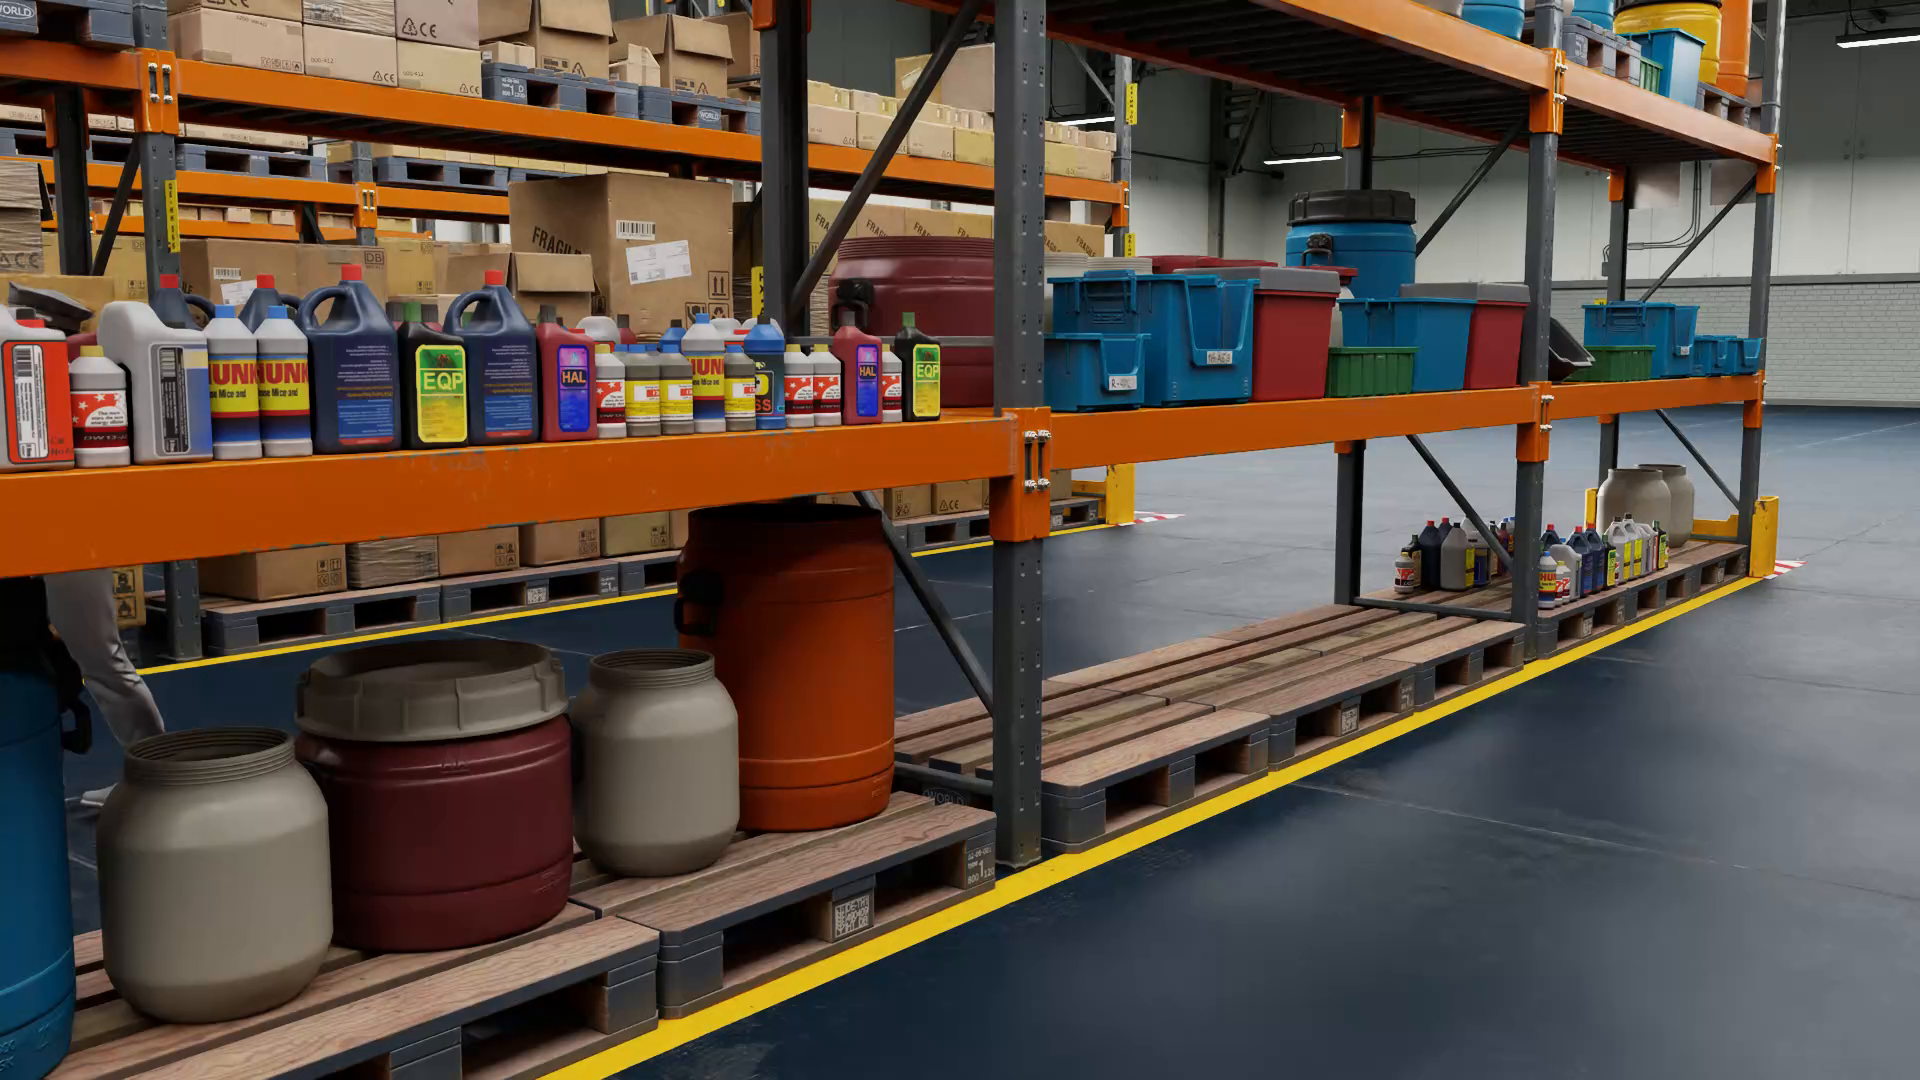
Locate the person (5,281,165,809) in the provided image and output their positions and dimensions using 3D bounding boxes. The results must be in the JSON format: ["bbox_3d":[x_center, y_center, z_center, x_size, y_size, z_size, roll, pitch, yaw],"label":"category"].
[{"bbox_3d":[-2.856,0.068,5.215,0.642,1.741,0.540,-4,8,-31],"label":"person"}]
